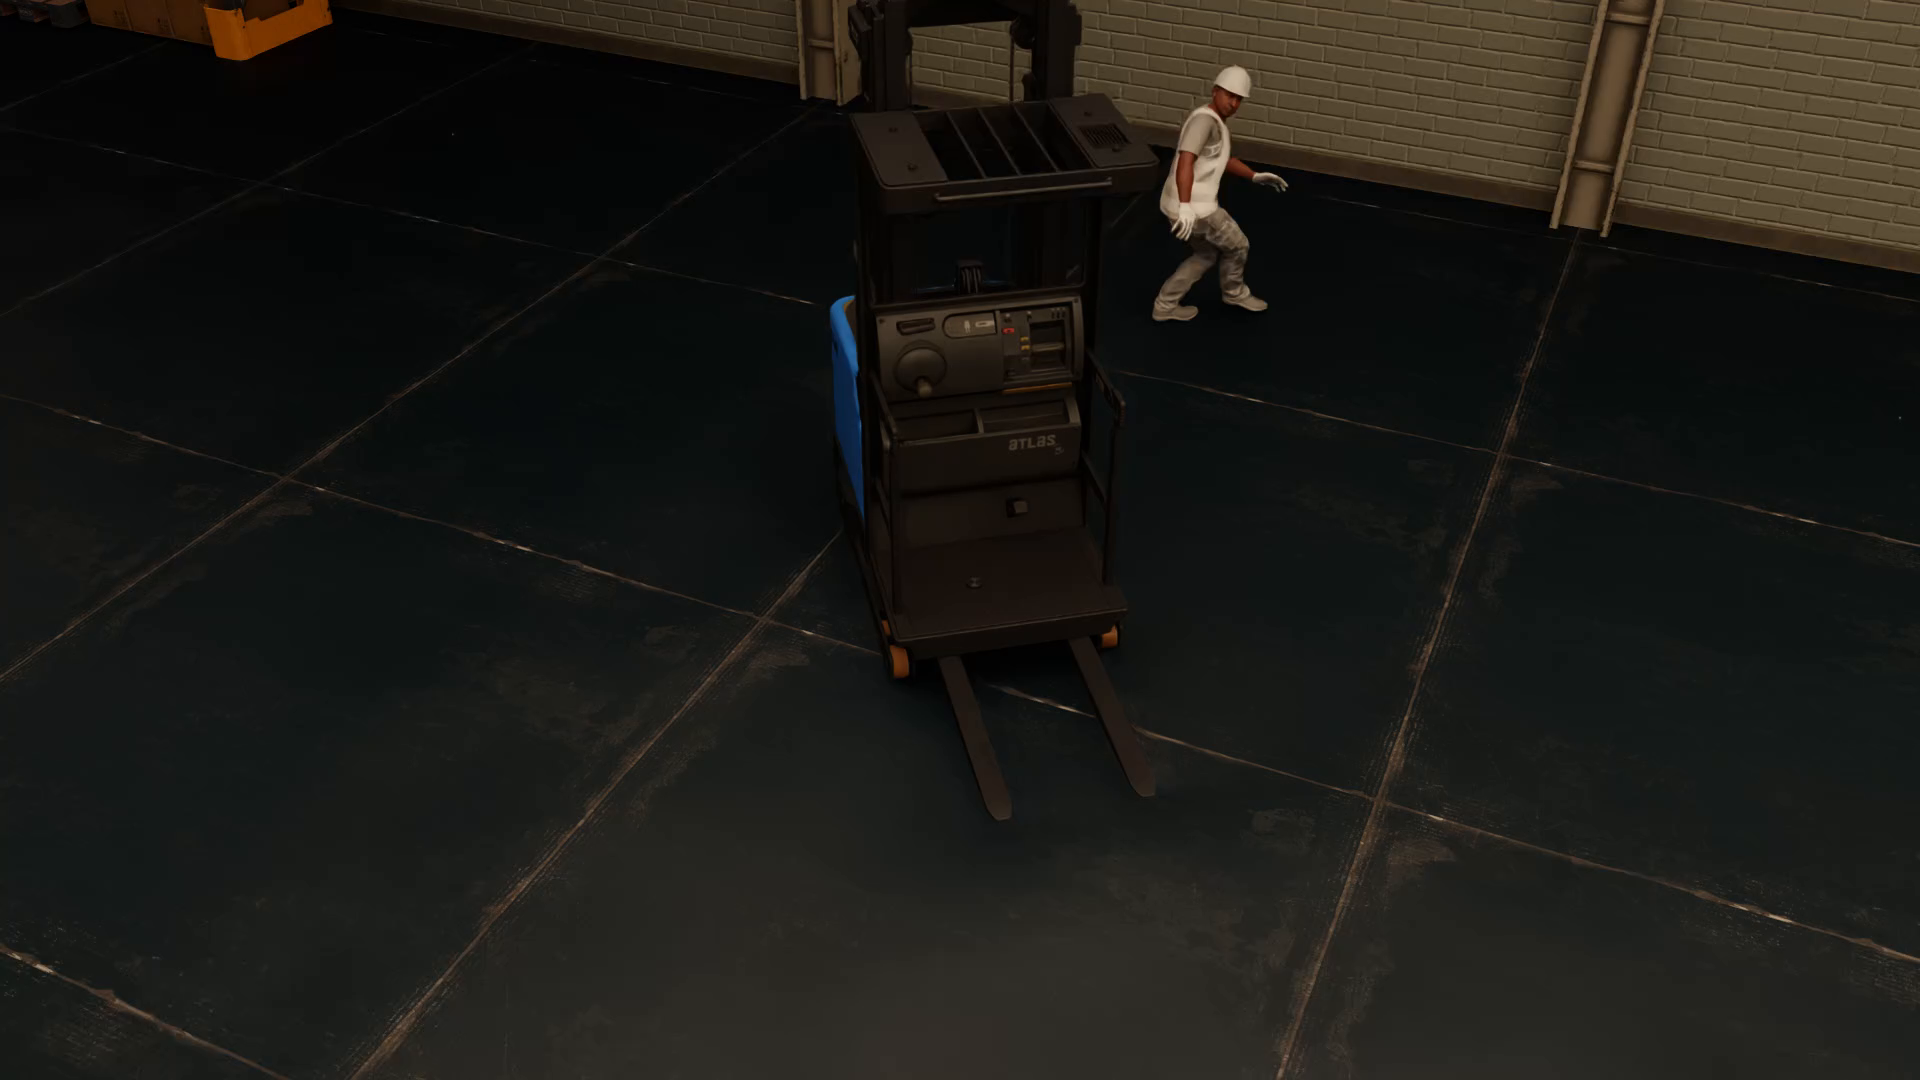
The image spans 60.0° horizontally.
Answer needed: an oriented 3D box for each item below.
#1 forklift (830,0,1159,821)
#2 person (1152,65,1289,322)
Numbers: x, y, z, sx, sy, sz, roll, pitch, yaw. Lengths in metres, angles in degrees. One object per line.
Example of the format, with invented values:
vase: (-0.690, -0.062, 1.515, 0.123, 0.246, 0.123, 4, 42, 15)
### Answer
forklift: (0.142, -0.790, 7.193, 1.130, 2.935, 3.031, -7, 36, -10)
person: (1.605, -2.021, 10.052, 0.823, 1.609, 0.800, -4, 36, -5)
